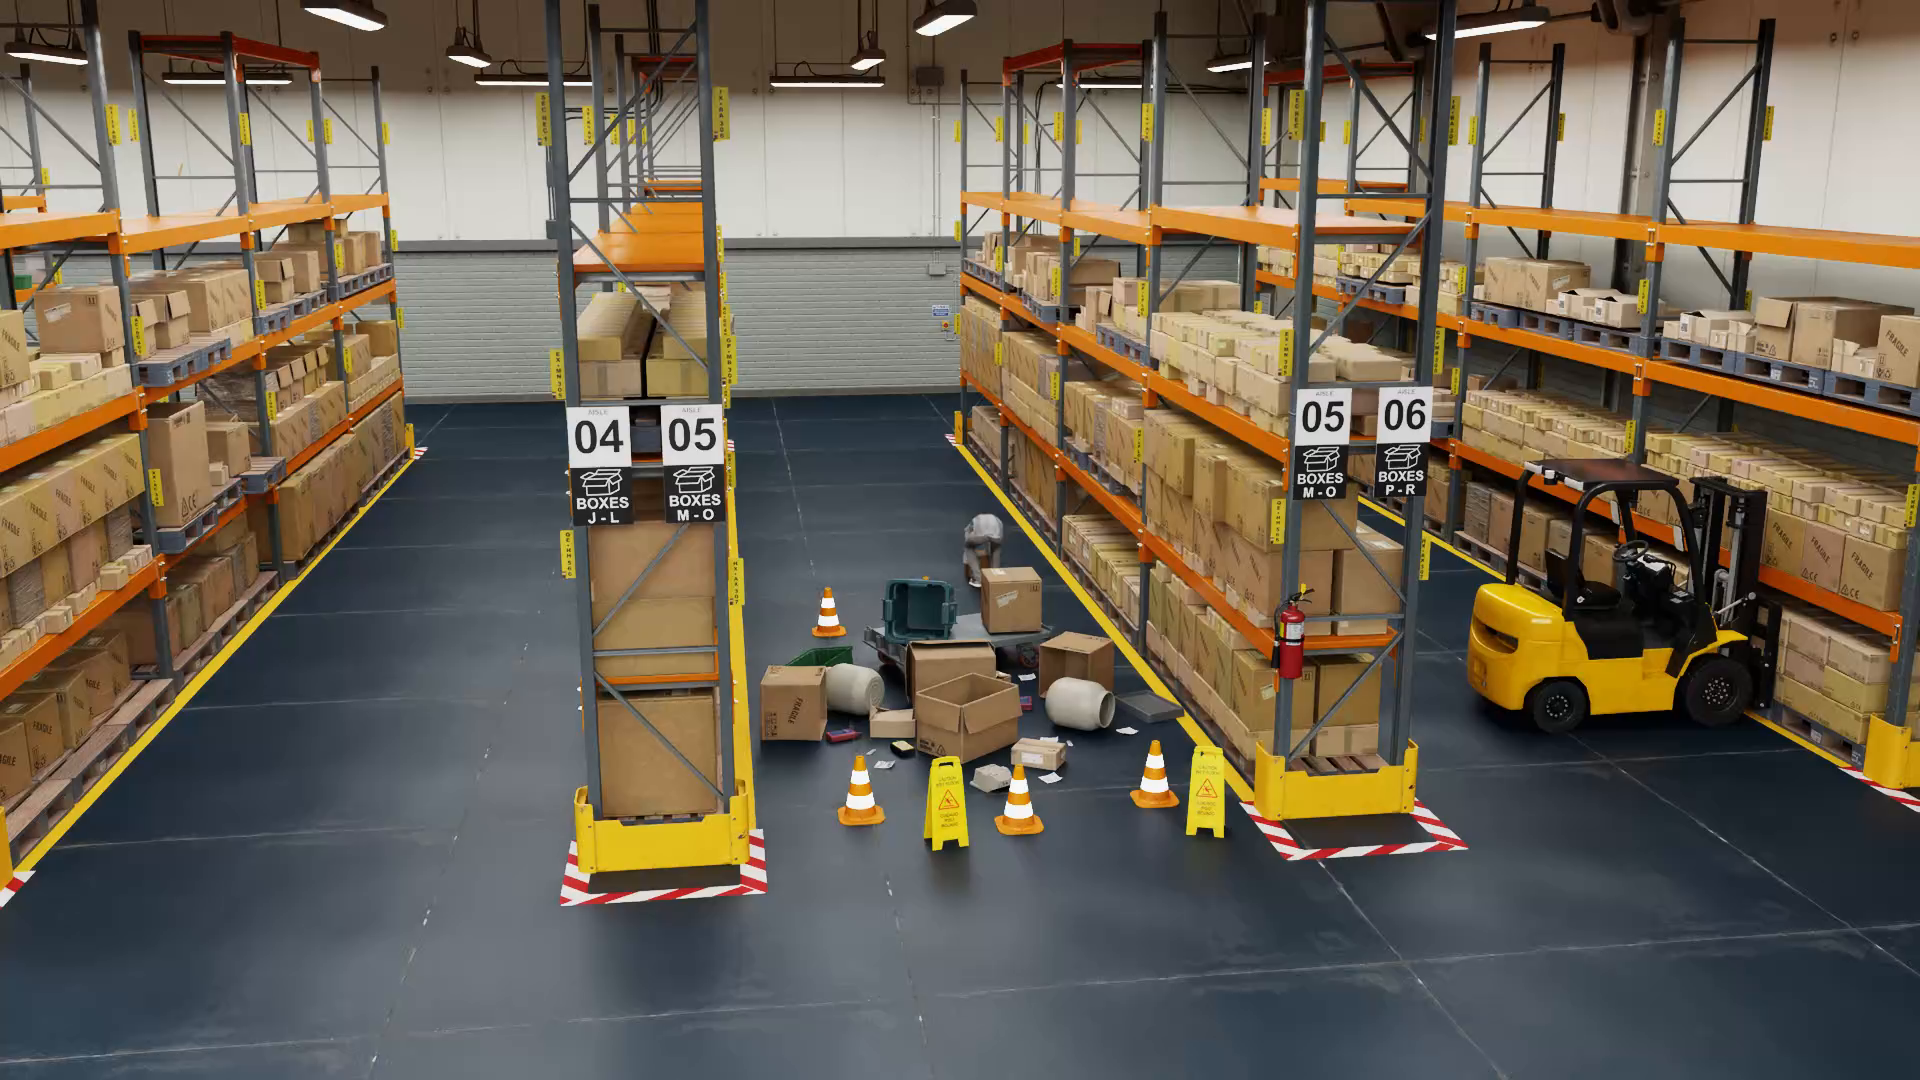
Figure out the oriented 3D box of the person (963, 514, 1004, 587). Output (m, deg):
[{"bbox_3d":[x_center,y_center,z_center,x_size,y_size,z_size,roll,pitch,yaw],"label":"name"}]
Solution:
[{"bbox_3d":[0.256,0.084,18.804,0.423,0.832,0.856,-3,14,-11],"label":"person"}]
